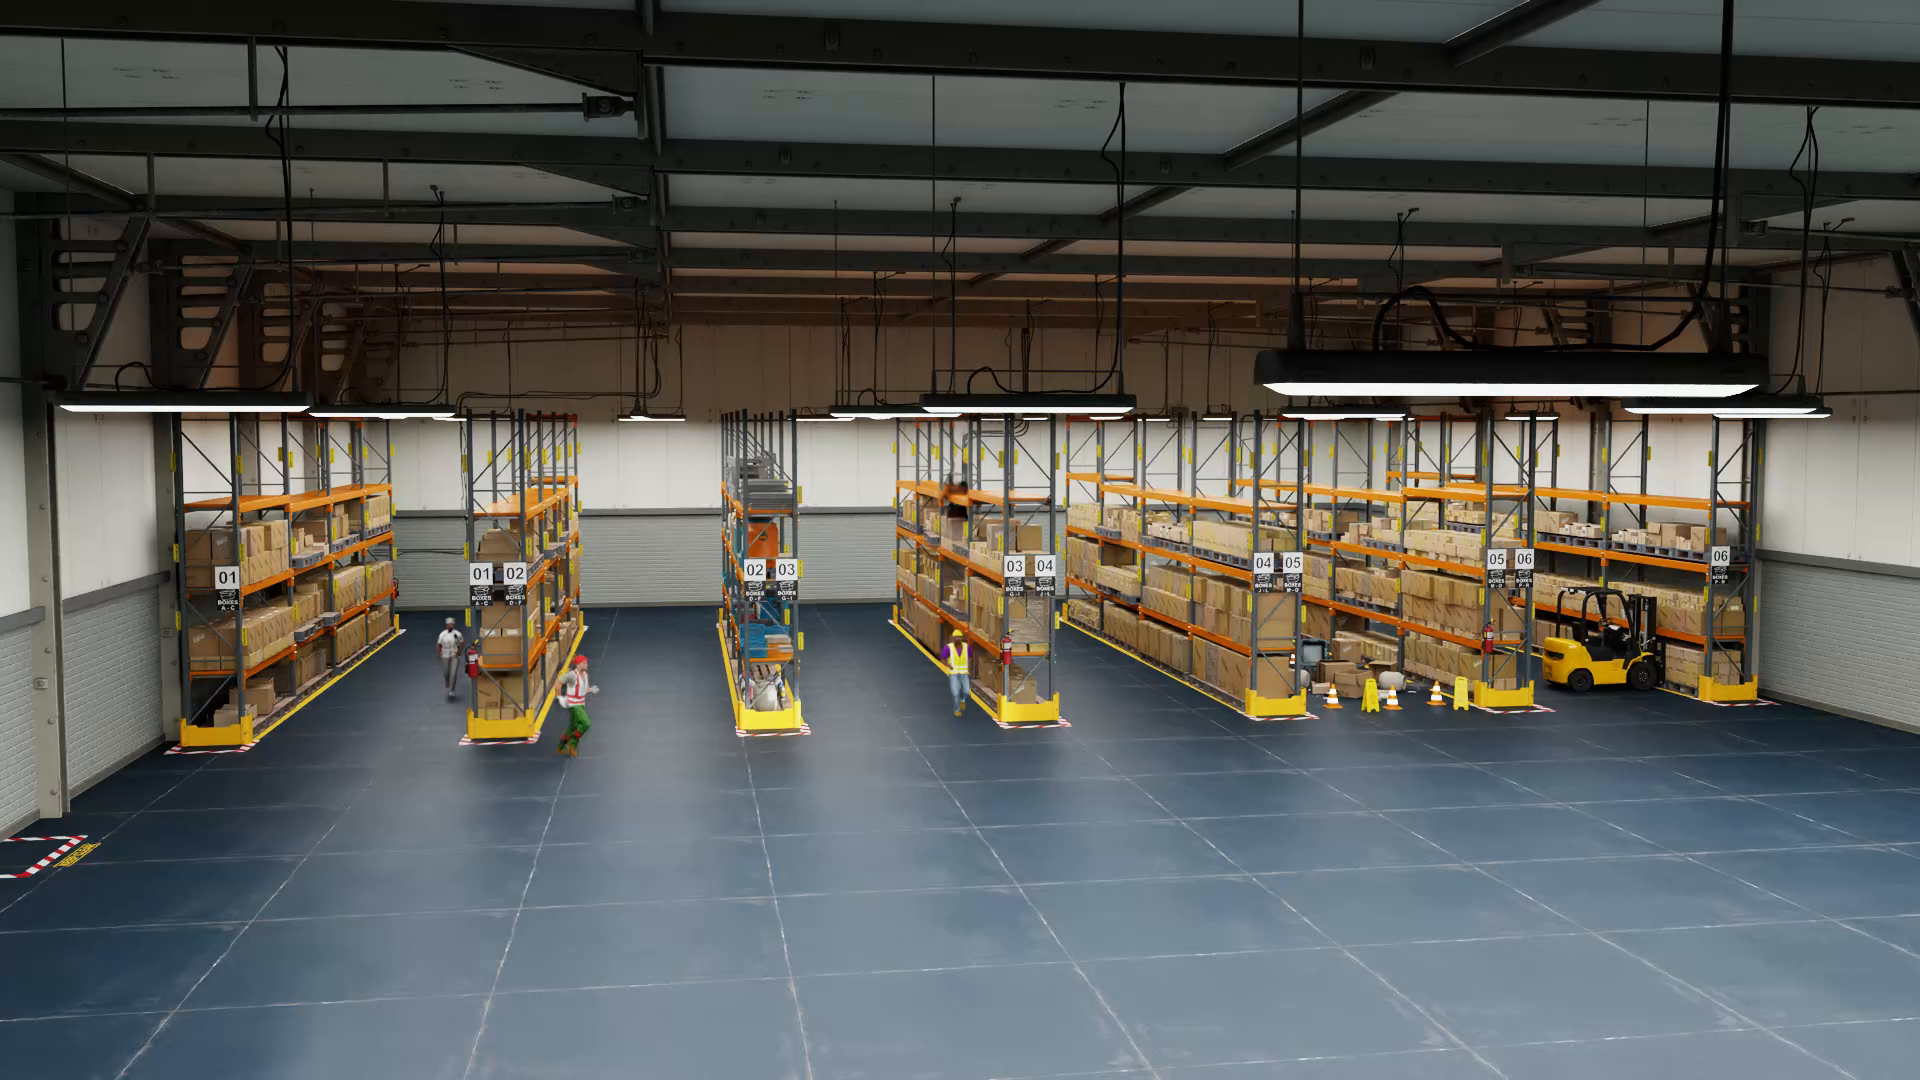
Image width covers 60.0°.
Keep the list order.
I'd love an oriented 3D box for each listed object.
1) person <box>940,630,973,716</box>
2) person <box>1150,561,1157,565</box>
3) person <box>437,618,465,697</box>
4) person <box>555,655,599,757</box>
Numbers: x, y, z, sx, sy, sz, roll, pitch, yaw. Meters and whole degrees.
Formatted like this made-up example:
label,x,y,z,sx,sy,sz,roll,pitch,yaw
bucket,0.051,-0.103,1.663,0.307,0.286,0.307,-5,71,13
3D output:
label,x,y,z,sx,sy,sz,roll,pitch,yaw
person,-0.032,2.601,32.482,0.690,1.703,0.584,-1,4,-12
person,5.569,1.509,47.824,0.623,1.812,1.134,-1,4,-19
person,-10.743,2.461,35.087,0.583,1.662,0.509,-1,4,-13
person,-6.585,2.850,28.554,0.790,1.762,0.615,1,4,12
